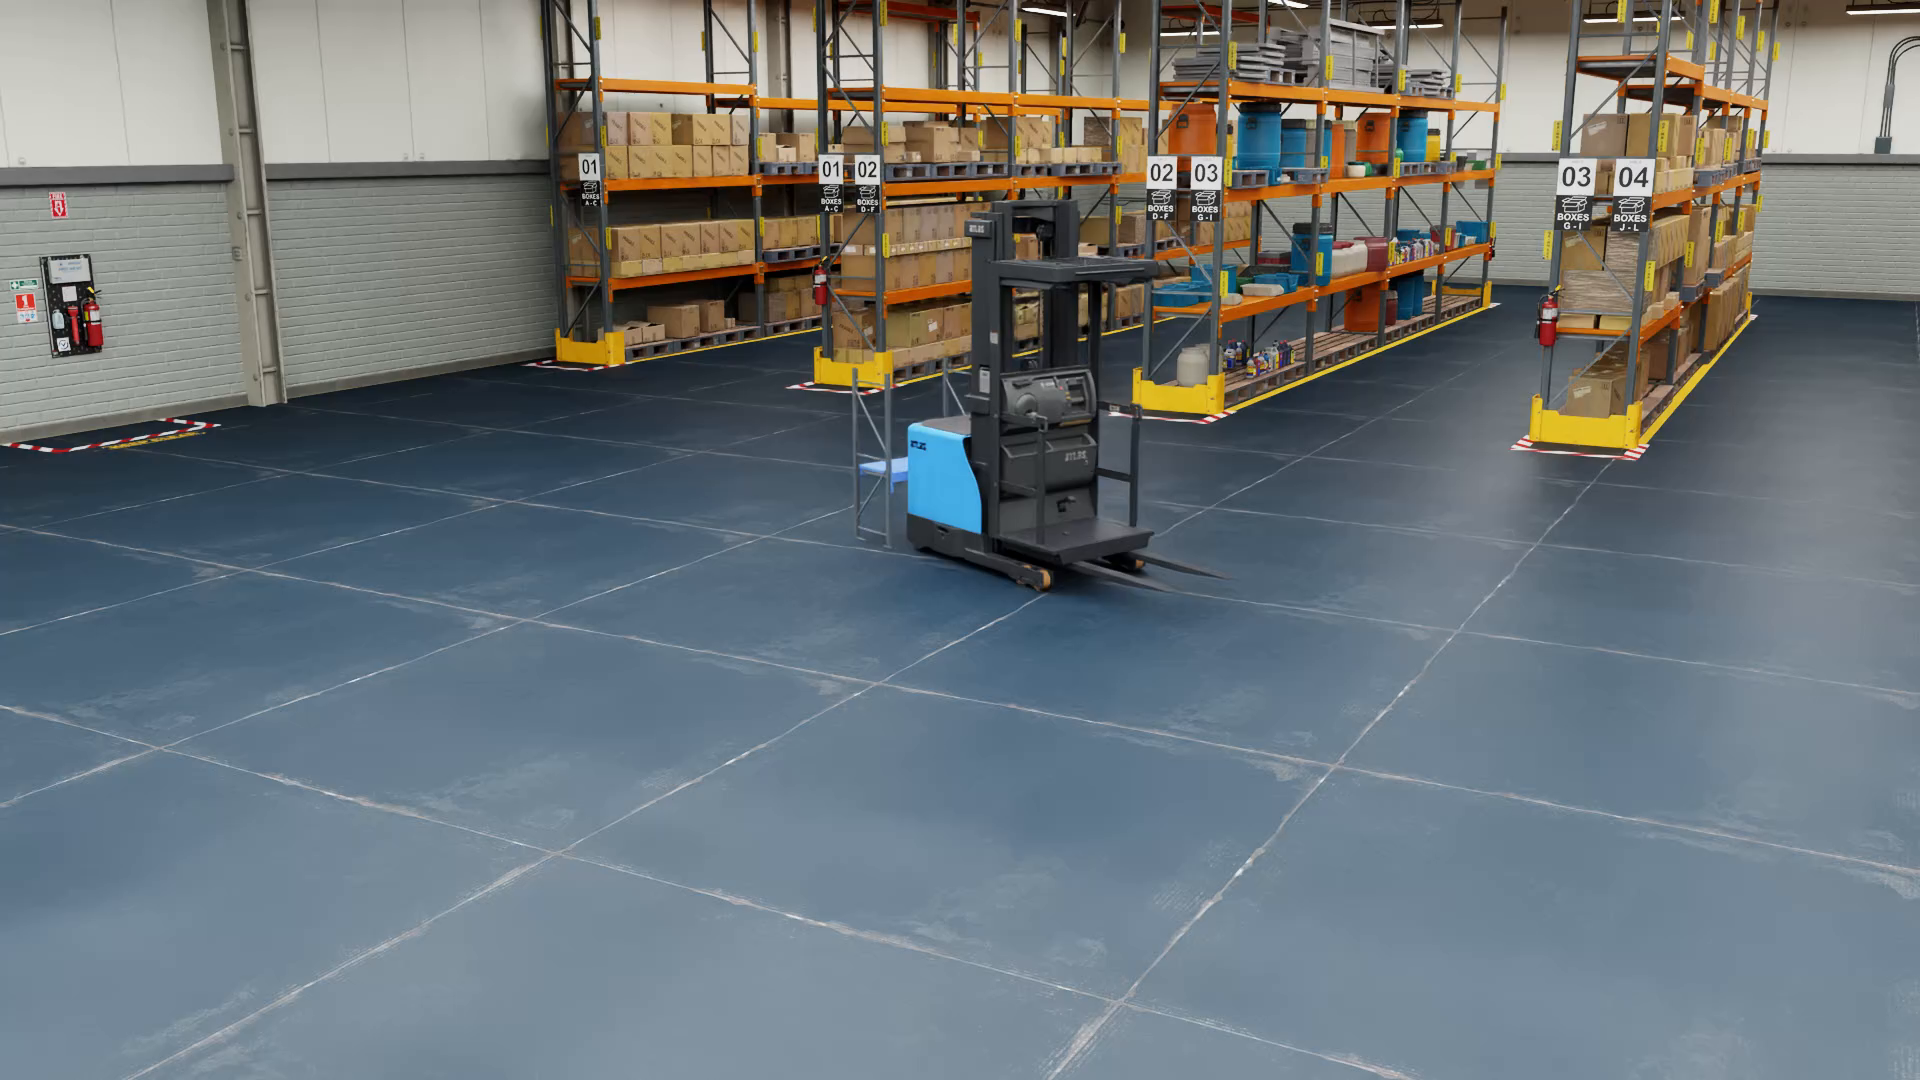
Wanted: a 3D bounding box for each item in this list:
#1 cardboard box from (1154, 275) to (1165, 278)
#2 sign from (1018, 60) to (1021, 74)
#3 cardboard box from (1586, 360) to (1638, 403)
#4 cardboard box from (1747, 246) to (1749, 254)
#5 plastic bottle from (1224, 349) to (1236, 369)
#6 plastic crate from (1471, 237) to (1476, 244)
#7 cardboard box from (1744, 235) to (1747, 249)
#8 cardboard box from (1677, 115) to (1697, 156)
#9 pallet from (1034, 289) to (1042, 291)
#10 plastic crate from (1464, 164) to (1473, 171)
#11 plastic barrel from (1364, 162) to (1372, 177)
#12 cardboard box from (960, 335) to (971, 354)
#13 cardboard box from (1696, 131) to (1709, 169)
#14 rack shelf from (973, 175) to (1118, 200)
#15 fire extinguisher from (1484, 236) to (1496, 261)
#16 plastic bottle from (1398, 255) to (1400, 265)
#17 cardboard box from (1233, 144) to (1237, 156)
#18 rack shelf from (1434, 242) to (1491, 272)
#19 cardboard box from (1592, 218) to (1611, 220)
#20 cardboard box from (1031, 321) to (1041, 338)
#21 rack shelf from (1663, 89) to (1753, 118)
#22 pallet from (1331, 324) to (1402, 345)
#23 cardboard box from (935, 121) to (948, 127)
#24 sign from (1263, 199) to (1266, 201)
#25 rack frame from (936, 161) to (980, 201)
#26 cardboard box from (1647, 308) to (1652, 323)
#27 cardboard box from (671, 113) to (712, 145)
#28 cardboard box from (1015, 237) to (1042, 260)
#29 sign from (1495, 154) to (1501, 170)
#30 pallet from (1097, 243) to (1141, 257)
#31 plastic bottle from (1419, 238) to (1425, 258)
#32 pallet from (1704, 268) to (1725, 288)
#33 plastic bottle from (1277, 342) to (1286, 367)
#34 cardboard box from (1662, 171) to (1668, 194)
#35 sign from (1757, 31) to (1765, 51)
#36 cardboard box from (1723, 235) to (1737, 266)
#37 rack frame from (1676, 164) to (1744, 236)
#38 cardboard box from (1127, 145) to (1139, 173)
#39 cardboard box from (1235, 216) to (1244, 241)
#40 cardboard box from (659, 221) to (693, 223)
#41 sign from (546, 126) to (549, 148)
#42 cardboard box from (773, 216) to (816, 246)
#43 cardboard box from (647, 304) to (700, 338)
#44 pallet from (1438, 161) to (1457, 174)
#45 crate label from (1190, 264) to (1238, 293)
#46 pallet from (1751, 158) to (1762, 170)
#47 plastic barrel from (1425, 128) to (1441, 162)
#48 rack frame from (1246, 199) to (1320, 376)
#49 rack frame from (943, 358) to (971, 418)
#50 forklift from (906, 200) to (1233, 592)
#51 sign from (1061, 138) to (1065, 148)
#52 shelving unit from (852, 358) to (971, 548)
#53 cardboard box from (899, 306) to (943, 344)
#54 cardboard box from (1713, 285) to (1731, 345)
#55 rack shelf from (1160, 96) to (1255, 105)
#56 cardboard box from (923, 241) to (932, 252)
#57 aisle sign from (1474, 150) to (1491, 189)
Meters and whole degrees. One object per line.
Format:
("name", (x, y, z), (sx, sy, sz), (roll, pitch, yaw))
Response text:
("cardboard box", (3.843, -5.079, 33.596), (0.500, 0.500, 0.500), (7, 15, 26))
("sign", (1.403, -11.045, 38.815), (0.100, 0.325, 0.005), (7, 15, 28))
("cardboard box", (8.054, -1.935, 20.596), (0.500, 0.500, 0.500), (9, 16, 33))
("cardboard box", (14.642, -5.461, 31.320), (0.380, 0.149, 0.250), (8, 16, 29))
("plastic bottle", (3.849, -2.582, 23.717), (0.152, 0.276, 0.135), (7, 15, 28))
("plastic crate", (10.323, -6.124, 33.969), (0.396, 0.136, 0.243), (7, 15, 28))
("cardboard box", (14.153, -5.476, 30.532), (0.500, 0.250, 0.500), (7, 15, 28))
("cardboard box", (9.099, -5.161, 21.225), (0.500, 0.500, 0.500), (7, 15, 26))
("pallet", (1.568, -6.005, 38.990), (1.003, 0.211, 1.213), (7, 15, 28))
("plastic crate", (9.777, -7.289, 32.529), (0.437, 0.136, 0.530), (7, 15, 28))
("plastic barrel", (6.617, -6.096, 27.349), (0.294, 0.245, 0.294), (0, 14, 0))
("cardboard box", (-0.089, -3.052, 25.766), (0.500, 0.250, 0.500), (7, 15, 28))
("cardboard box", (9.862, -5.379, 22.927), (0.797, 0.503, 0.637), (8, 16, 30))
("rack shelf", (1.390, -6.029, 28.278), (1.077, 0.370, 4.000), (7, 15, 28))
("fire extinguisher", (11.029, -6.171, 34.692), (0.296, 0.674, 0.183), (7, 15, 28))
("plastic bottle", (7.552, -4.868, 28.749), (0.097, 0.201, 0.097), (0, 14, 0))
("cardboard box", (5.477, -8.159, 34.828), (0.500, 0.250, 0.500), (7, 15, 28))
("rack shelf", (9.592, -5.651, 33.107), (1.077, 0.370, 4.000), (7, 15, 28))
("cardboard box", (7.939, -3.694, 20.475), (0.500, 0.500, 0.500), (7, 15, 28))
("cardboard box", (1.083, -3.537, 27.777), (0.500, 0.250, 0.500), (8, 16, 29))
("rack shelf", (11.994, -6.991, 26.719), (1.077, 0.370, 4.000), (7, 15, 28))
("pallet", (7.036, -3.580, 28.934), (1.003, 0.211, 1.213), (7, 15, 28))
("cardboard box", (-0.588, -8.632, 34.786), (0.500, 0.250, 0.500), (9, 16, 32))
("sign", (6.700, -7.622, 36.605), (0.100, 0.325, 0.005), (7, 15, 28))
("rack frame", (-0.048, -6.712, 35.976), (1.000, 3.000, 0.127), (7, 15, 28))
("cardboard box", (8.007, -2.679, 19.782), (0.380, 0.149, 0.250), (7, 15, 28))
("cardboard box", (-4.419, -6.718, 27.211), (0.500, 0.500, 0.500), (7, 15, 26))
("cardboard box", (1.063, -4.823, 27.926), (0.500, 0.500, 0.500), (9, 16, 32))
("sign", (11.048, -7.759, 34.140), (0.100, 0.325, 0.005), (7, 15, 28))
("pallet", (2.623, -5.385, 30.880), (1.213, 0.211, 1.003), (7, 15, 28))
("plastic bottle", (8.378, -5.302, 30.233), (0.144, 0.351, 0.185), (7, 15, 28))
("pallet", (10.776, -3.957, 24.954), (1.213, 0.211, 1.003), (7, 15, 28))
("plastic bottle", (4.606, -2.671, 23.924), (0.144, 0.351, 0.185), (7, 15, 25))
("cardboard box", (7.863, -4.128, 19.177), (0.500, 0.250, 0.500), (7, 15, 27))
("sign", (13.441, -8.379, 27.926), (0.100, 0.325, 0.005), (7, 15, 28))
("cardboard box", (12.974, -4.951, 28.455), (0.500, 0.500, 0.500), (7, 15, 28))
("rack frame", (12.961, -5.029, 28.993), (1.000, 3.000, 0.127), (7, 15, 28))
("cardboard box", (2.785, -7.036, 30.705), (0.910, 0.500, 0.500), (7, 15, 28))
("cardboard box", (5.752, -6.690, 35.669), (0.500, 0.500, 0.500), (8, 15, 28))
("cardboard box", (-4.824, -5.092, 27.934), (0.500, 0.500, 0.500), (8, 16, 30))
("sign", (-6.325, -6.206, 25.587), (0.100, 0.325, 0.005), (7, 15, 28))
("cardboard box", (-3.072, -5.687, 30.569), (0.700, 0.500, 0.500), (10, 17, 36))
("cardboard box", (-4.761, -3.643, 27.638), (0.700, 0.500, 0.500), (6, 15, 25))
("pallet", (8.331, -6.784, 30.278), (1.213, 0.211, 1.003), (7, 15, 28))
("crate label", (3.477, -3.553, 22.797), (0.502, 0.435, 0.616), (7, 15, 28))
("pallet", (14.545, -7.111, 31.419), (1.003, 0.211, 1.213), (7, 15, 28))
("plastic barrel", (8.361, -7.134, 30.025), (0.600, 0.588, 0.600), (0, 14, 0))
("rack frame", (4.757, -3.949, 24.512), (1.000, 3.000, 0.127), (7, 15, 28))
("rack frame", (0.021, -0.858, 14.891), (0.032, 1.500, 0.500), (-11, 18, -39))
("forklift", (0.846, -1.162, 13.099), (1.130, 2.935, 3.031), (-10, 17, -37))
("sign", (1.883, -7.103, 30.092), (0.100, 0.325, 0.005), (7, 15, 28))
("shelving unit", (-0.366, -0.781, 14.571), (1.048, 1.500, 0.538), (-11, 18, -39))
("cardboard box", (-0.586, -3.214, 24.834), (0.500, 0.500, 0.500), (7, 15, 28))
("cardboard box", (11.816, -3.701, 27.121), (1.225, 0.875, 0.875), (7, 15, 28))
("rack shelf", (5.257, -9.127, 34.735), (1.077, 0.370, 4.000), (7, 15, 28))
("cardboard box", (-0.635, -4.322, 24.464), (0.380, 0.149, 0.250), (7, 15, 26))
("aisle sign", (10.850, -7.656, 34.343), (0.394, 0.787, 0.004), (7, 15, 28))
